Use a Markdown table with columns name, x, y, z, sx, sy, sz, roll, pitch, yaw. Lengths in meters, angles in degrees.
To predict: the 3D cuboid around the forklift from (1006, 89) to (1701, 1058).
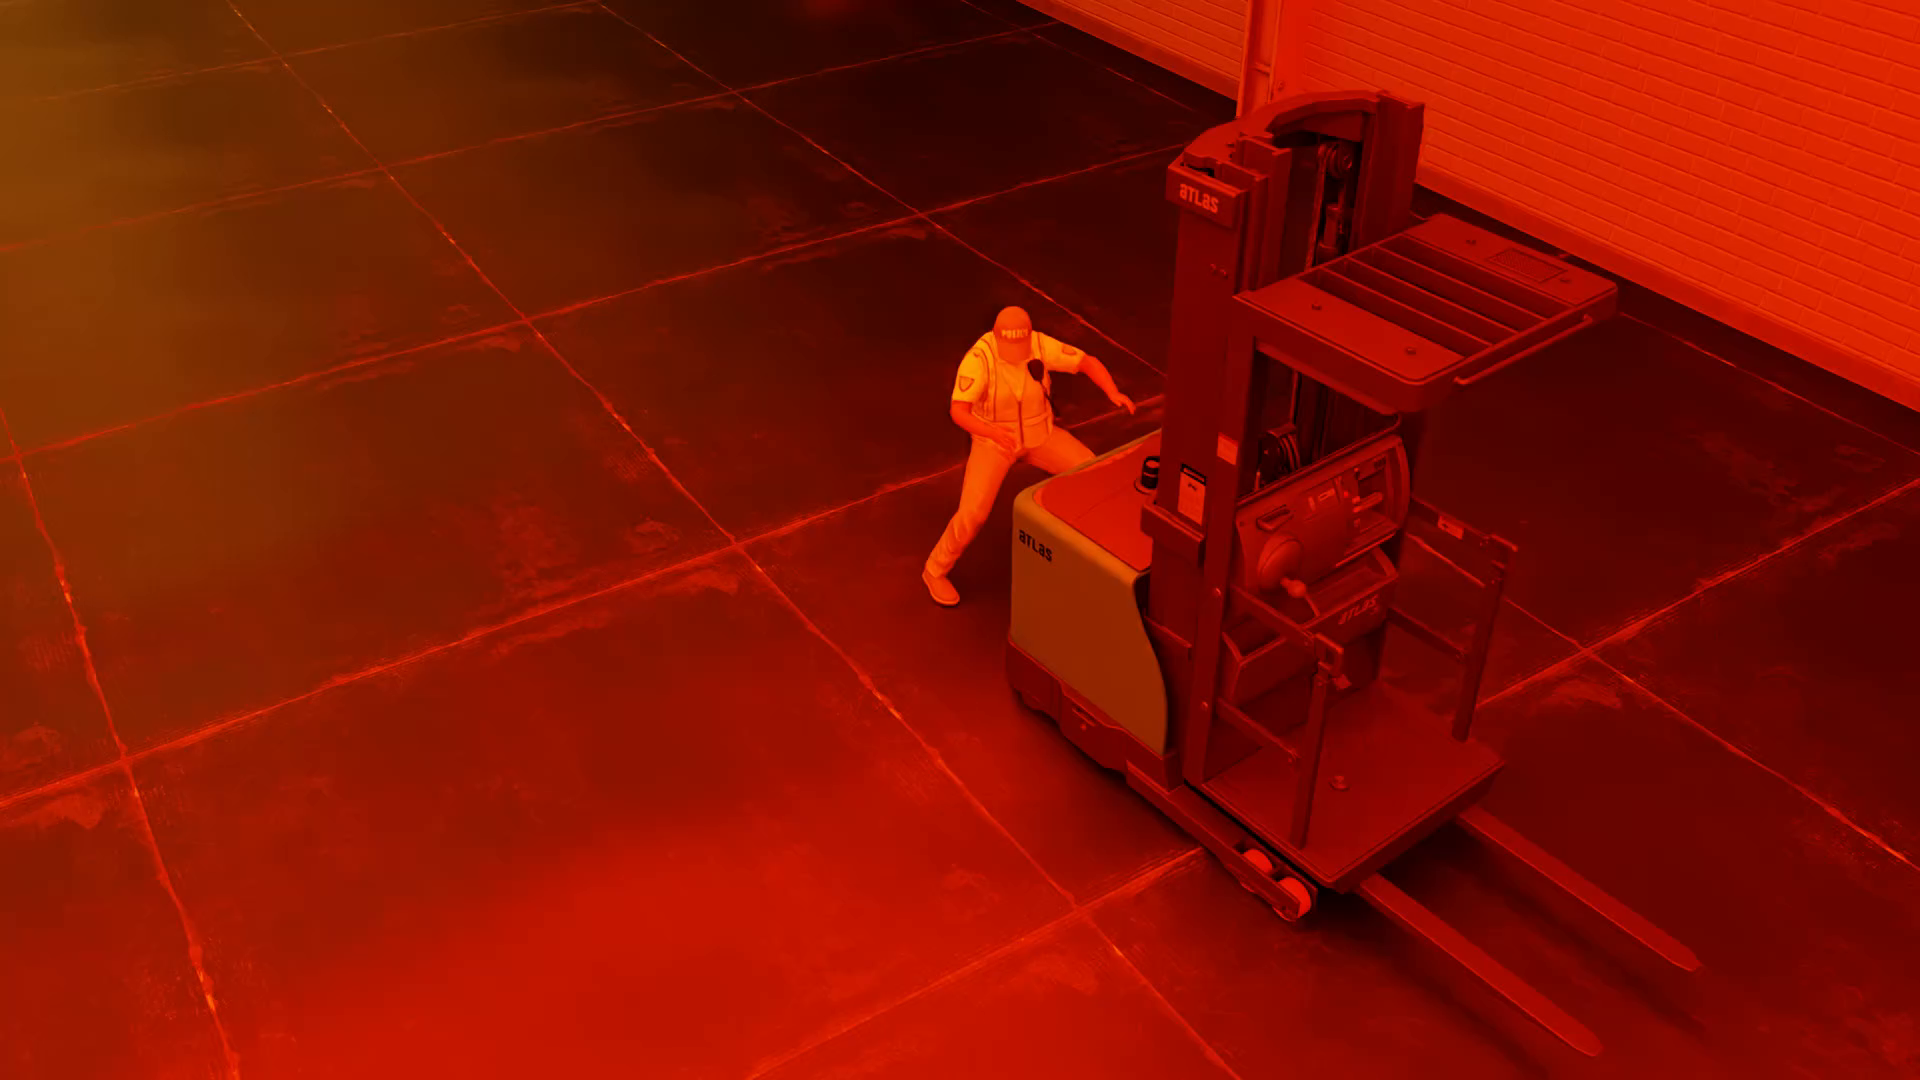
| name | x | y | z | sx | sy | sz | roll | pitch | yaw |
| --- | --- | --- | --- | --- | --- | --- | --- | --- | --- |
| forklift | 1.519 | -0.026 | 6.184 | 1.130 | 2.935 | 3.031 | -24 | 42 | -30 |

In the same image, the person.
| name | x | y | z | sx | sy | sz | roll | pitch | yaw |
| --- | --- | --- | --- | --- | --- | --- | --- | --- | --- |
| person | 0.305 | -0.458 | 8.096 | 1.023 | 1.441 | 0.721 | -8 | 36 | -11 |
